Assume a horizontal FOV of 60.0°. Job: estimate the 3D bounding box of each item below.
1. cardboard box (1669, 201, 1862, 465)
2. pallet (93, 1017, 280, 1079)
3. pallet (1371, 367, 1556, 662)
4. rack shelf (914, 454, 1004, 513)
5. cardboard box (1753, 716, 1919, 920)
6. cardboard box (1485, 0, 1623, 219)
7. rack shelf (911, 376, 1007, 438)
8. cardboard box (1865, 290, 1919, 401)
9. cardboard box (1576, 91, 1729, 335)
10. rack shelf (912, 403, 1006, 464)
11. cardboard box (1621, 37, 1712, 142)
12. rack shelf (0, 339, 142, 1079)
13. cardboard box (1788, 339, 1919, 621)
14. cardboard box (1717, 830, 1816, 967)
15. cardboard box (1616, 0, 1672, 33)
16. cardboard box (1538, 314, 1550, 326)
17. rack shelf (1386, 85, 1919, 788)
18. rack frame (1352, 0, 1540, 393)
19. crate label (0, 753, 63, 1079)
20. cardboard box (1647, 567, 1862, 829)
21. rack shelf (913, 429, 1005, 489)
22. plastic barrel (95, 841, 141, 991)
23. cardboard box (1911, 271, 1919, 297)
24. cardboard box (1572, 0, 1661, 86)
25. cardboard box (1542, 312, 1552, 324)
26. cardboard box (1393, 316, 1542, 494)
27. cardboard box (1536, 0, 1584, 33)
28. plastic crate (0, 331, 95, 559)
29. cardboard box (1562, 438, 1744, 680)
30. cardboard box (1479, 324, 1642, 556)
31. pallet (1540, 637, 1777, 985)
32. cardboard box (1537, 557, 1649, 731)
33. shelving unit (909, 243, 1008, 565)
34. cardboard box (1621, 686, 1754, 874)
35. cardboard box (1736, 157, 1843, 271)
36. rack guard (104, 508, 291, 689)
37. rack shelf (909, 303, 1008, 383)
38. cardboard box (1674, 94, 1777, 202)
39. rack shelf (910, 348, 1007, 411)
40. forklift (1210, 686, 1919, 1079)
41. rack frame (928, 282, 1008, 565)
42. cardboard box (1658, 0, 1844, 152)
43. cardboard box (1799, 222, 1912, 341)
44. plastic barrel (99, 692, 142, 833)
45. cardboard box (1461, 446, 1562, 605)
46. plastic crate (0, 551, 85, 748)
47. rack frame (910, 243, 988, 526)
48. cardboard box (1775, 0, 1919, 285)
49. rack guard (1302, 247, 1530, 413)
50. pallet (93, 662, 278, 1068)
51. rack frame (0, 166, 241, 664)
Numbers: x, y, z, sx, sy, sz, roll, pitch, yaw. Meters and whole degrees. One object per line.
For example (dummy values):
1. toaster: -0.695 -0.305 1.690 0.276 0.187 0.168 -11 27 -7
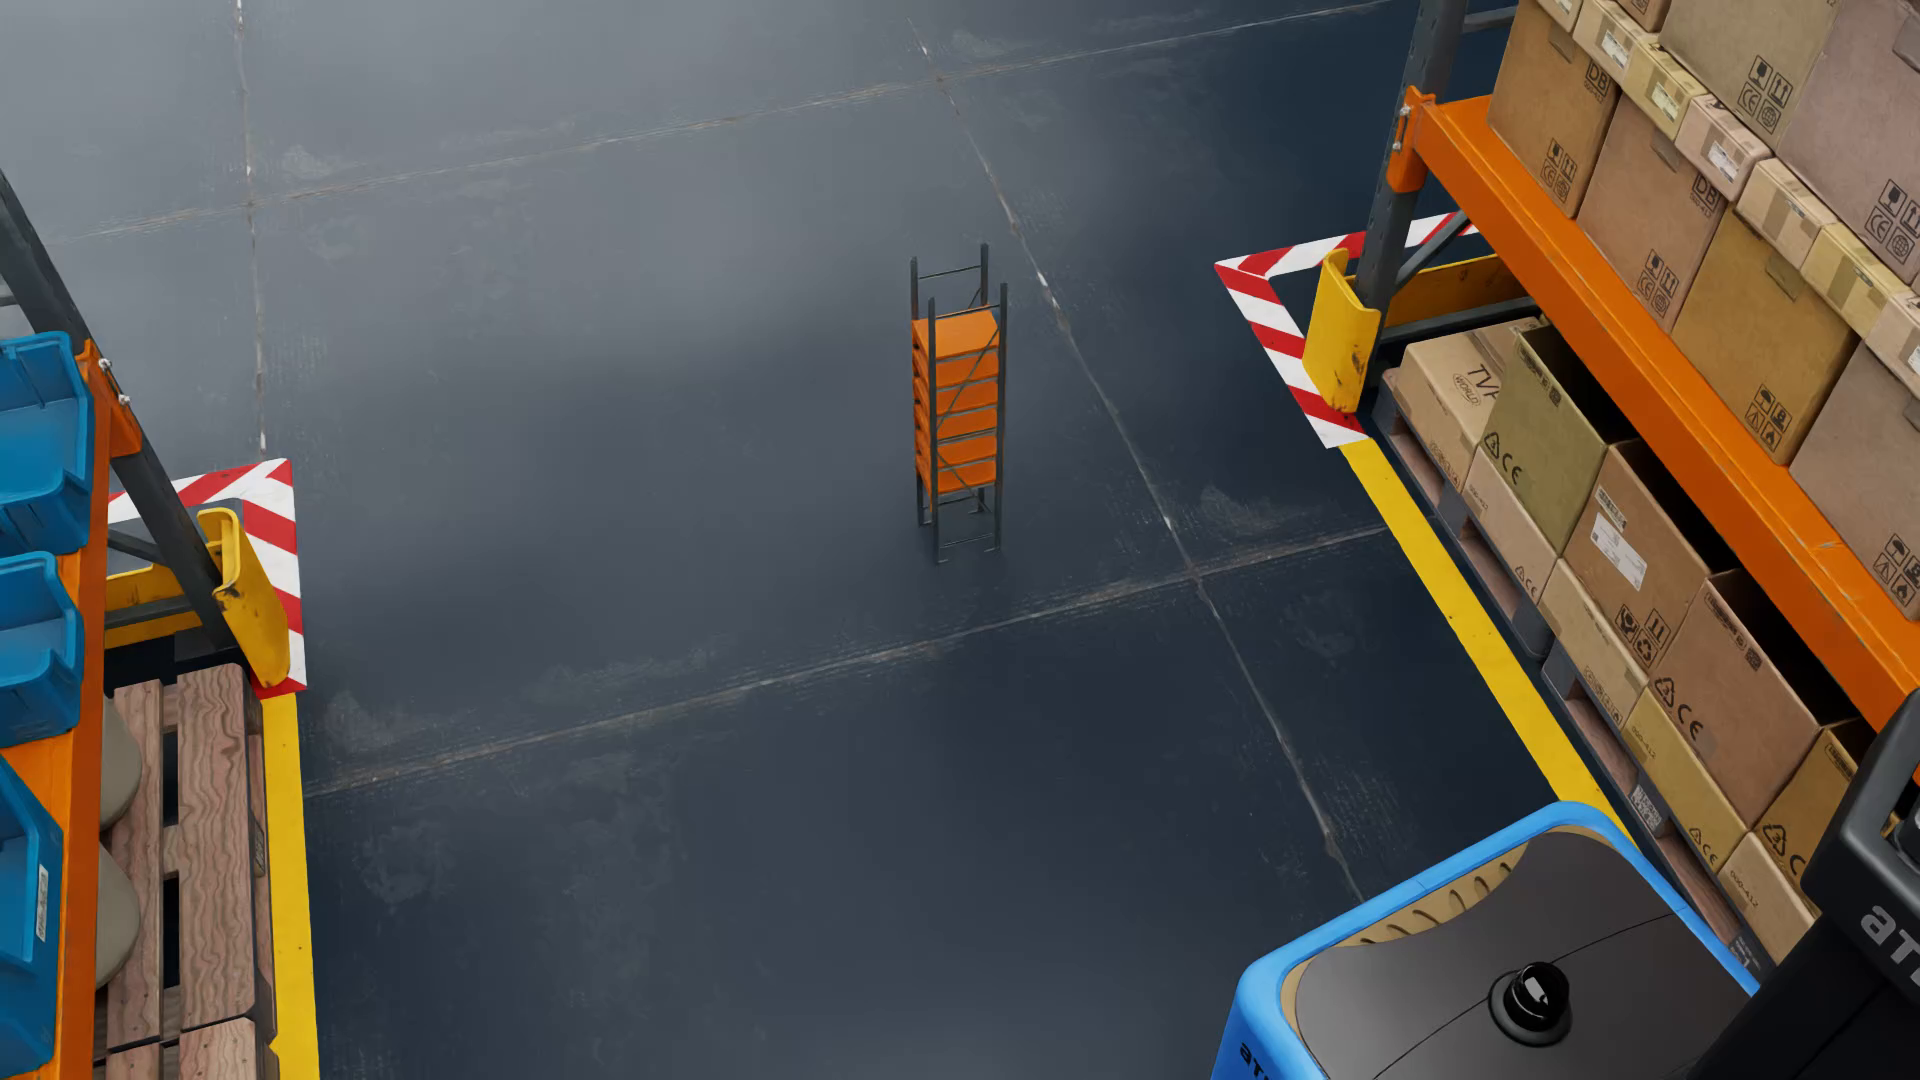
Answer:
1. cardboard box: 2.326 -0.604 4.232 0.700 0.500 0.500 -13 51 -11
2. pallet: -2.174 1.882 4.025 1.003 0.211 1.213 -13 51 -11
3. pallet: 2.165 -0.215 5.793 1.003 0.211 1.213 -13 51 -11
4. rack shelf: -0.004 -0.214 5.518 0.258 0.103 0.180 -13 51 -11
5. cardboard box: 2.448 0.747 4.192 0.500 0.500 0.500 -13 51 -11
6. cardboard box: 2.025 -1.351 4.862 0.700 0.500 0.500 -13 51 -11
7. rack shelf: -0.004 -0.446 5.242 0.258 0.103 0.180 -13 51 -11
8. cardboard box: 2.263 -0.446 3.674 0.380 0.149 0.250 -13 51 -11
9. cardboard box: 2.185 -0.968 4.539 0.700 0.500 0.500 -12 51 -10
10. rack shelf: -0.004 -0.369 5.334 0.258 0.103 0.180 -13 51 -11
11. cardboard box: 1.963 -1.194 4.305 0.380 0.149 0.250 -13 51 -11
12. rack shelf: -2.242 1.147 3.291 1.077 0.370 4.000 -13 51 -11
13. cardboard box: 2.485 -0.221 3.909 0.700 0.500 0.500 -12 51 -10
14. cardboard box: 2.436 0.991 4.476 0.500 0.250 0.500 -13 51 -11
15. cardboard box: 2.041 -1.730 4.333 0.700 0.500 0.500 -13 51 -11
16. cardboard box: 2.340 -0.587 5.807 0.500 0.250 0.500 -13 51 -11
17. rack shelf: 2.491 0.030 4.233 1.077 0.370 4.000 -13 51 -11
18. rack frame: 1.899 -1.663 5.190 1.000 3.000 0.127 -13 51 -11
19. crate label: -2.031 0.726 3.153 0.502 0.435 0.616 -13 51 -11
20. cardboard box: 2.286 0.385 4.497 0.500 0.500 0.500 -13 51 -11
21. rack shelf: -0.004 -0.291 5.426 0.258 0.103 0.180 -13 51 -11
22. plastic barrel: -2.418 0.951 4.339 0.421 0.512 0.421 0 50 0
23. cardboard box: 2.499 -0.614 3.392 0.700 0.500 0.500 -13 51 -11
24. cardboard box: 1.890 -1.376 4.459 0.380 0.149 0.250 -15 51 -12
25. cardboard box: 2.342 -0.829 5.520 0.500 0.500 0.500 -13 51 -11
26. cardboard box: 1.845 -0.470 5.708 0.500 0.250 0.500 -13 51 -11
27. cardboard box: 1.809 -1.569 4.621 0.380 0.149 0.250 -14 51 -11
28. plastic crate: -2.400 -0.199 4.054 0.499 0.251 0.616 -13 51 -11
29. cardboard box: 2.155 0.016 4.808 0.500 0.500 0.500 -13 51 -11
30. cardboard box: 1.995 -0.347 5.114 0.500 0.500 0.500 -13 51 -11
31. pallet: 2.522 0.675 5.043 1.003 0.211 1.213 -13 51 -11
32. cardboard box: 2.144 0.260 5.093 0.500 0.250 0.500 -13 51 -11
33. shelving unit: -0.004 -0.397 5.300 0.258 1.200 0.189 -13 51 -11
34. cardboard box: 2.287 0.626 4.784 0.500 0.250 0.500 -13 51 -11
35. cardboard box: 2.116 -0.815 3.985 0.380 0.149 0.250 -15 51 -12
36. rack guard: -2.766 0.305 5.166 1.175 0.500 0.348 -13 51 -11
37. rack shelf: -0.004 -0.601 5.059 0.258 0.103 0.180 -13 51 -11
38. cardboard box: 2.035 -1.009 4.149 0.380 0.149 0.250 -14 51 -12
39. rack shelf: -0.004 -0.523 5.151 0.258 0.103 0.180 -13 51 -11
40. forklift: 1.720 1.500 2.569 1.130 2.935 3.031 -22 53 -18
41. rack frame: 0.023 -0.330 5.244 0.240 1.200 0.006 -13 51 -11
42. cardboard box: 2.201 -1.348 4.010 0.700 0.500 0.500 -15 51 -12
43. cardboard box: 2.192 -0.628 3.828 0.380 0.149 0.250 -14 51 -11
44. plastic barrel: -2.566 0.585 4.648 0.421 0.512 0.421 0 50 0
45. cardboard box: 1.997 -0.105 5.401 0.500 0.250 0.500 -13 51 -11
46. plastic crate: -2.213 0.276 3.653 0.499 0.251 0.408 -13 51 -11
47. rack frame: -0.031 -0.464 5.357 0.240 1.200 0.006 -13 51 -11
48. cardboard box: 2.351 -0.980 3.700 0.700 0.500 0.500 -13 51 -11
49. rack guard: 1.892 -0.874 6.160 1.175 0.500 0.348 -13 51 -11
50. pallet: -2.531 0.993 4.775 1.003 0.211 1.213 -13 51 -11
51. rack frame: -2.834 -0.545 4.248 1.000 3.000 0.127 -13 51 -11
